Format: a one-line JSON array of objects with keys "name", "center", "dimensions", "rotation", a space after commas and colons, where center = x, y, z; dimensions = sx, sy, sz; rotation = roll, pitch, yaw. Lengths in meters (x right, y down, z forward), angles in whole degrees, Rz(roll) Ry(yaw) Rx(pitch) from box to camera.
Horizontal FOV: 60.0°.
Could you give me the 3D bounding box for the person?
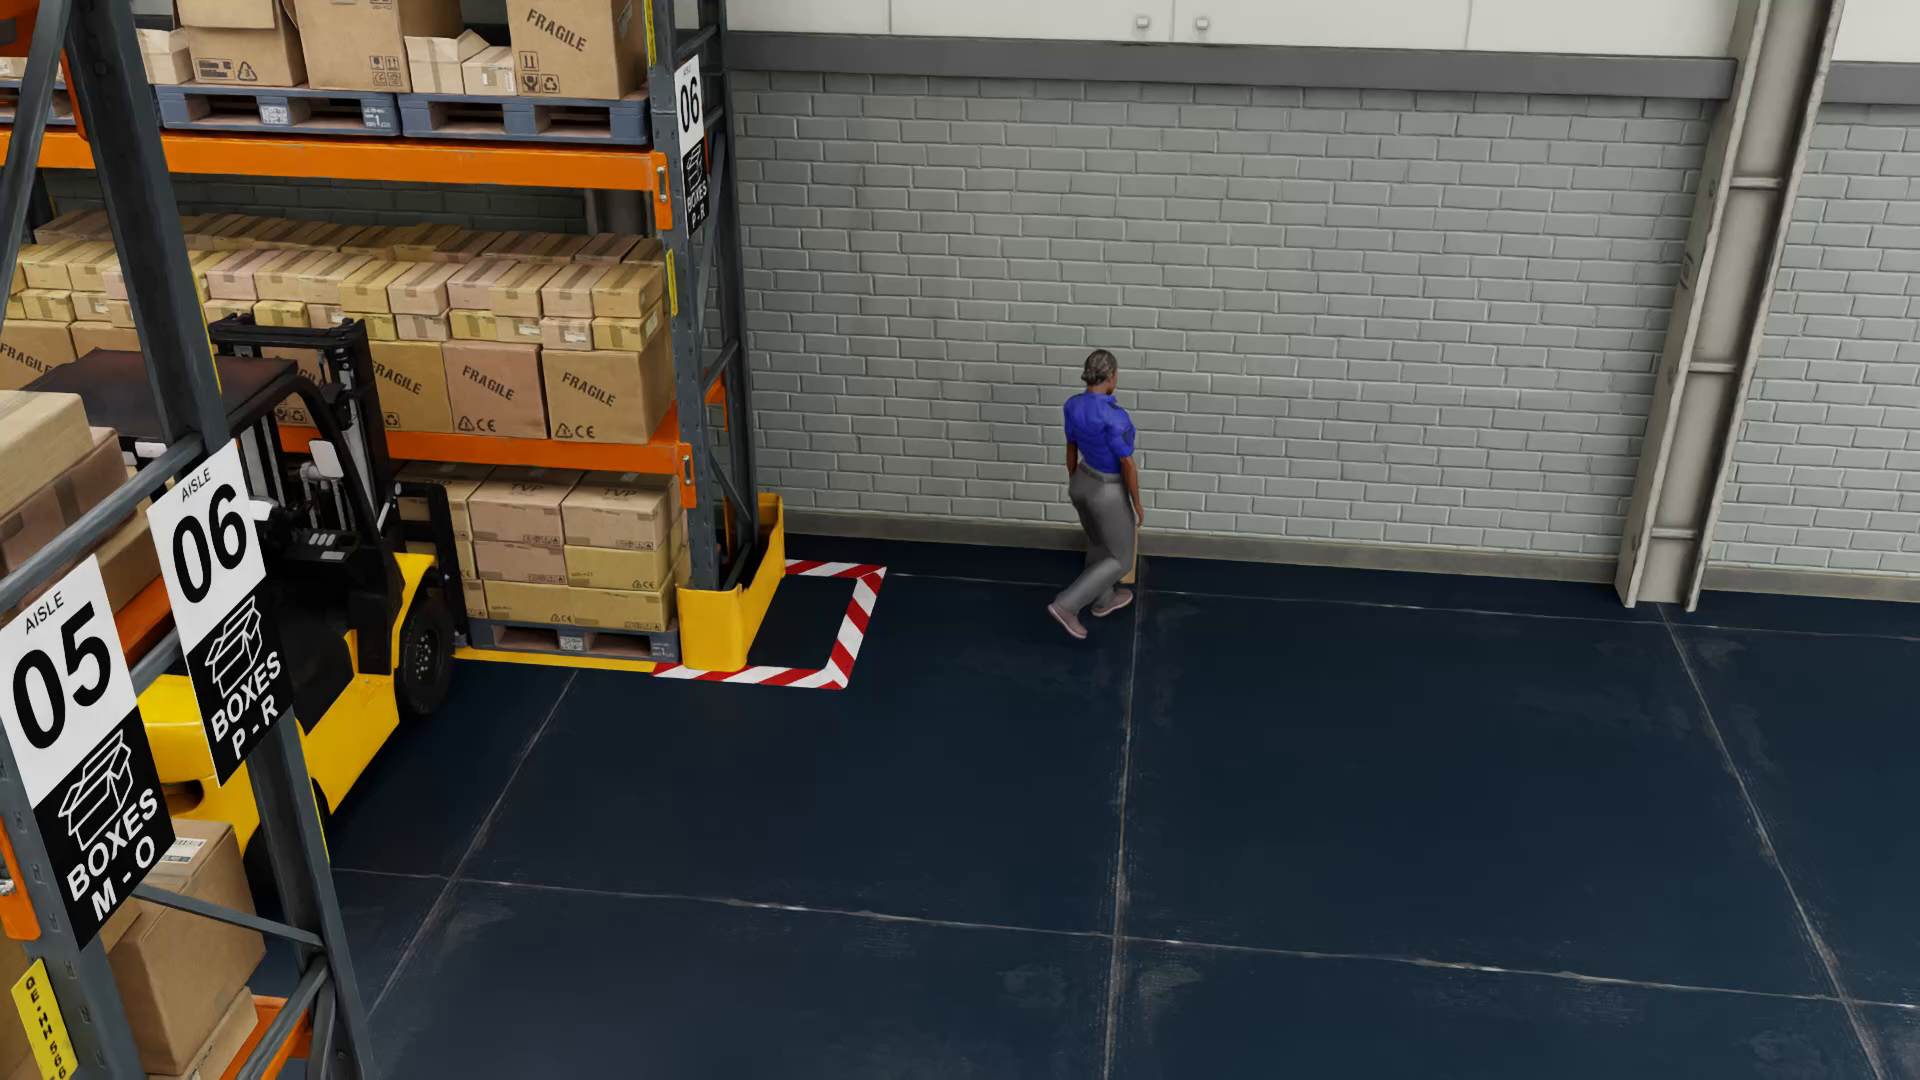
[{"name": "person", "center": [0.747, -0.236, 9.051], "dimensions": [0.721, 1.631, 0.485], "rotation": [-19, 34, -30]}]
